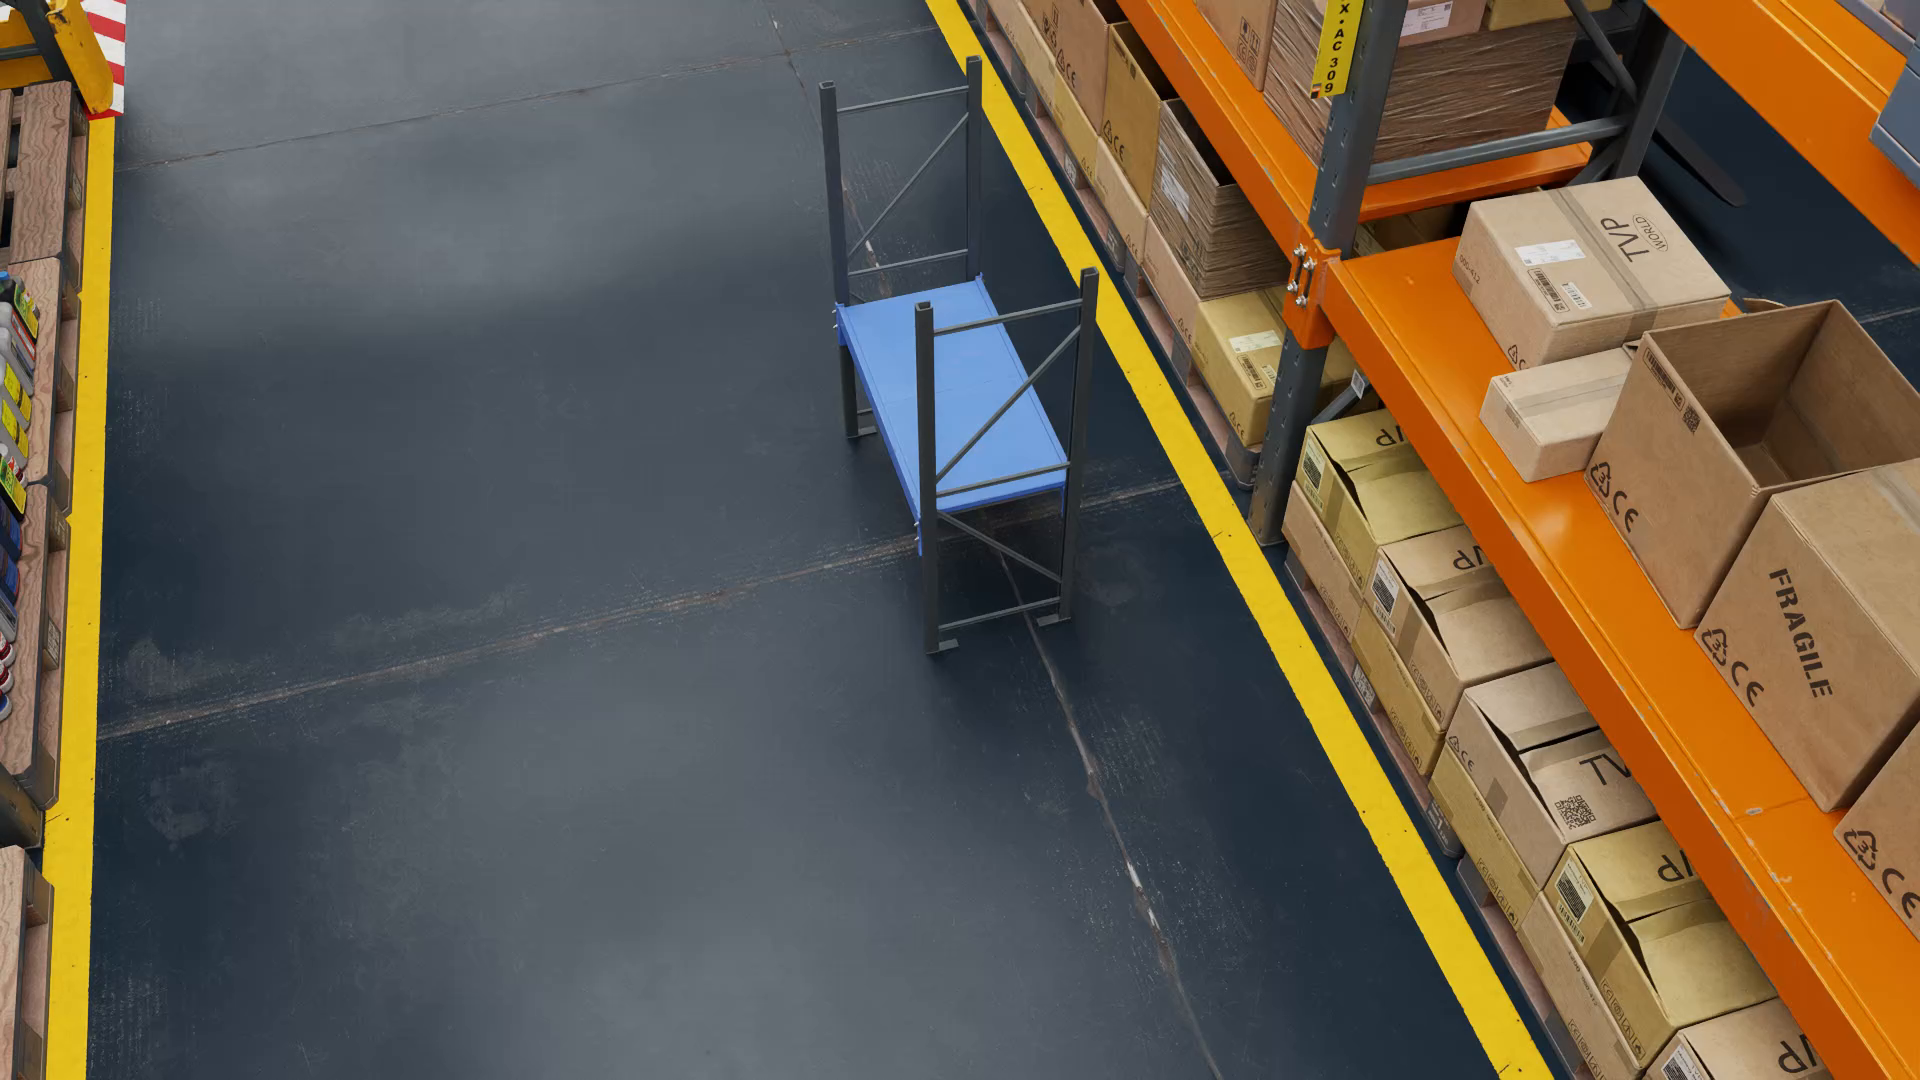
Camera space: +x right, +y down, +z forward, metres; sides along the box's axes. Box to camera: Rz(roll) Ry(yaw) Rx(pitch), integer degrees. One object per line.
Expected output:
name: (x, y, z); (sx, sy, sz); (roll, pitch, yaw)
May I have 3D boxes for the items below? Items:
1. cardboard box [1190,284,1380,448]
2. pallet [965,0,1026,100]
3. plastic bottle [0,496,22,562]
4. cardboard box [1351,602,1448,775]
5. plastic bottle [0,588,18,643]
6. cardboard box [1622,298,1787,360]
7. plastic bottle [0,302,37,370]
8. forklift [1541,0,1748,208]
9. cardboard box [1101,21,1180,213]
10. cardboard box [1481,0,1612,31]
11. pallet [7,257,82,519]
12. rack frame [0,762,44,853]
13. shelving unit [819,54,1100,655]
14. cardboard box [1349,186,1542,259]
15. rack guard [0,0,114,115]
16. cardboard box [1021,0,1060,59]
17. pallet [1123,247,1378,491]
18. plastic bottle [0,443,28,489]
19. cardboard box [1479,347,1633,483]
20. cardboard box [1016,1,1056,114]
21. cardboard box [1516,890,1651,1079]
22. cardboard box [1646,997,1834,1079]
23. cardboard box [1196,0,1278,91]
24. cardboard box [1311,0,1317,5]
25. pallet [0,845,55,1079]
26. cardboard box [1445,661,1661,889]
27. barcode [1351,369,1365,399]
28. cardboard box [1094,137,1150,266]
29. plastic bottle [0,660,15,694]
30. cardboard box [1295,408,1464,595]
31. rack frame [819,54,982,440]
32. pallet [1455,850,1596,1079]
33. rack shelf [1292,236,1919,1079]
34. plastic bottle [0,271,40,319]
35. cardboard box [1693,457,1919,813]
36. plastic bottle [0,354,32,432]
cardboard box: (1.147, -0.632, 5.845); (0.500, 0.250, 0.500); (-13, 51, -11)
pallet: (0.577, -2.567, 7.776); (1.003, 0.211, 1.213); (-13, 51, -11)
plastic bottle: (-3.138, -0.086, 5.305); (0.144, 0.351, 0.185); (-15, 52, -13)
cardboard box: (1.526, 0.381, 4.990); (0.500, 0.250, 0.500); (-12, 51, -10)
plastic bottle: (-3.037, 0.198, 5.115); (0.152, 0.276, 0.135); (-12, 51, -10)
cardboard box: (1.929, -0.450, 4.255); (0.396, 0.266, 0.258); (-14, 51, -12)
plastic bottle: (-3.412, -0.729, 5.897); (0.152, 0.276, 0.135); (-13, 51, -11)
forklift: (2.337, -3.154, 6.492); (1.130, 2.935, 3.031); (-14, 51, -11)
cardboard box: (0.859, -1.606, 6.175); (0.500, 0.500, 0.500); (-13, 51, -11)
cardboard box: (1.599, -1.575, 4.626); (0.380, 0.149, 0.250); (-13, 51, -11)
pallet: (-3.763, -0.470, 6.008); (1.003, 0.211, 1.213); (-13, 51, -11)
rack frame: (-3.240, 0.023, 3.768); (1.000, 3.000, 0.127); (-13, 51, -11)
shelving unit: (-0.025, -0.546, 5.229); (0.538, 1.500, 1.048); (-13, 51, -11)
cardboard box: (1.655, -0.994, 5.659); (0.500, 0.500, 0.500); (-13, 51, -11)
rack guard: (-4.355, -2.047, 7.149); (1.175, 0.500, 0.348); (-13, 51, -11)
cardboard box: (0.566, -2.337, 6.792); (0.500, 0.500, 0.500); (-13, 51, -11)
pallet: (1.298, -0.785, 6.274); (1.003, 0.211, 1.213); (-13, 51, -11)
plastic bottle: (-3.199, -0.250, 5.541); (0.097, 0.201, 0.097); (0, 50, 0)
cardboard box: (1.560, -0.319, 4.222); (0.380, 0.149, 0.250); (-13, 51, -11)
cardboard box: (0.555, -2.093, 7.076); (0.500, 0.250, 0.500); (-13, 51, -11)
cardboard box: (1.831, 1.131, 4.359); (0.500, 0.250, 0.500); (-12, 51, -10)
cardboard box: (1.980, 1.324, 3.829); (0.500, 0.311, 0.500); (-14, 51, -11)
cardboard box: (1.194, -1.832, 5.268); (0.700, 0.500, 0.500); (-14, 51, -11)
cardboard box: (1.137, -1.666, 4.703); (0.380, 0.149, 0.250); (-14, 51, -12)
pallet: (-2.970, 1.487, 4.358); (1.003, 0.211, 1.213); (-13, 51, -11)
cardboard box: (1.675, 0.579, 4.457); (0.500, 0.311, 0.500); (-15, 51, -12)
barcode: (1.171, -0.459, 4.894); (0.001, 0.075, 0.075); (-13, 51, -11)
cardboard box: (0.847, -1.361, 6.460); (0.500, 0.250, 0.500); (-13, 51, -11)
plastic bottle: (-2.945, 0.378, 5.012); (0.097, 0.201, 0.097); (0, 50, 0)
cardboard box: (1.378, -0.166, 5.085); (0.500, 0.311, 0.500); (-13, 51, -11)
rack frame: (-0.176, -0.917, 5.542); (0.500, 1.500, 0.032); (-13, 51, -11)
pallet: (2.113, 1.227, 4.578); (1.003, 0.211, 1.213); (-13, 51, -11)
rack shelf: (2.085, 0.599, 3.754); (1.077, 0.370, 4.000); (-13, 51, -11)
plastic bottle: (-3.461, -0.896, 6.086); (0.097, 0.201, 0.097); (0, 50, 0)
cardboard box: (2.009, 0.189, 3.563); (0.500, 0.500, 0.500); (-13, 51, -11)
plastic bottle: (-3.318, -0.532, 5.682); (0.144, 0.351, 0.185); (-11, 51, -9)
